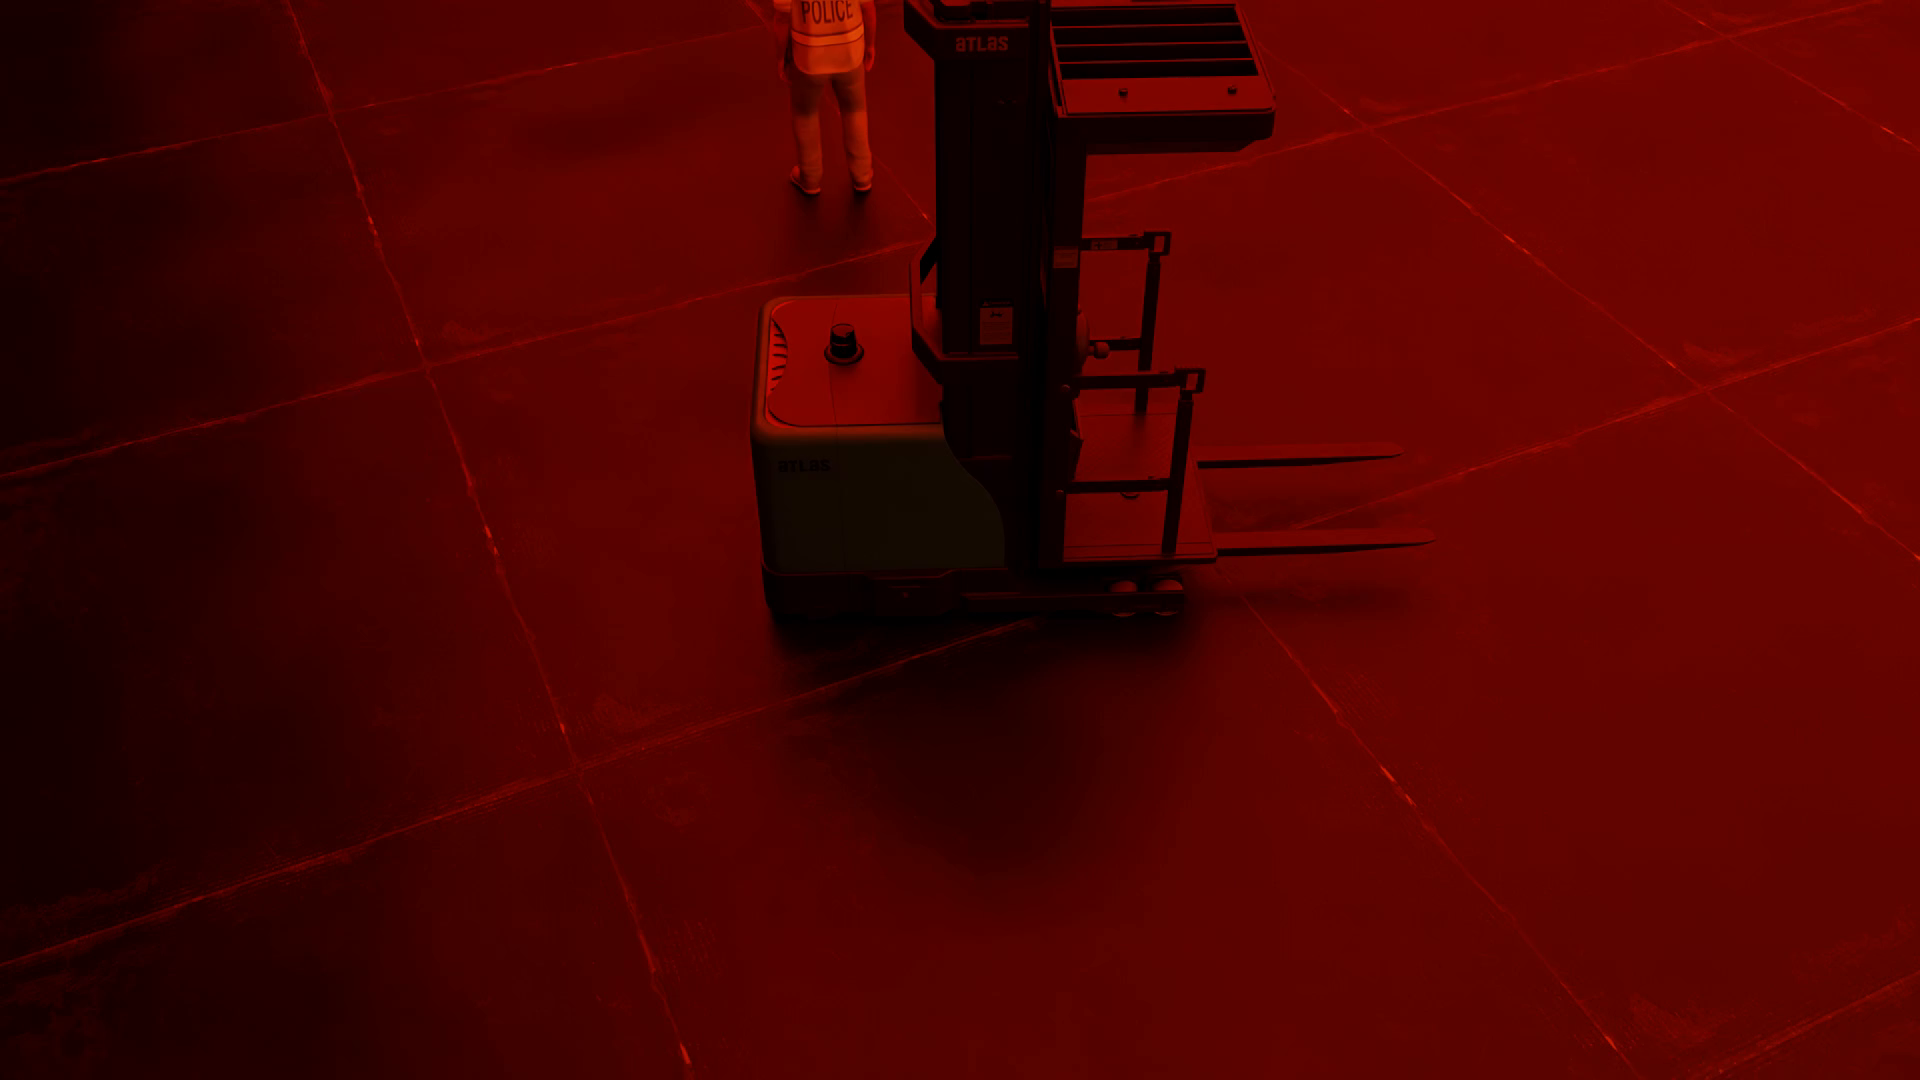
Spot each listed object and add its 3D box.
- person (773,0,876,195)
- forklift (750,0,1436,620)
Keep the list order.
[{"bbox_3d":[-0.770,-2.794,9.548,0.589,1.750,0.454,-9,44,-10],"label":"person"},{"bbox_3d":[0.622,-1.090,6.848,3.031,2.935,1.130,-2,43,-2],"label":"forklift"}]
